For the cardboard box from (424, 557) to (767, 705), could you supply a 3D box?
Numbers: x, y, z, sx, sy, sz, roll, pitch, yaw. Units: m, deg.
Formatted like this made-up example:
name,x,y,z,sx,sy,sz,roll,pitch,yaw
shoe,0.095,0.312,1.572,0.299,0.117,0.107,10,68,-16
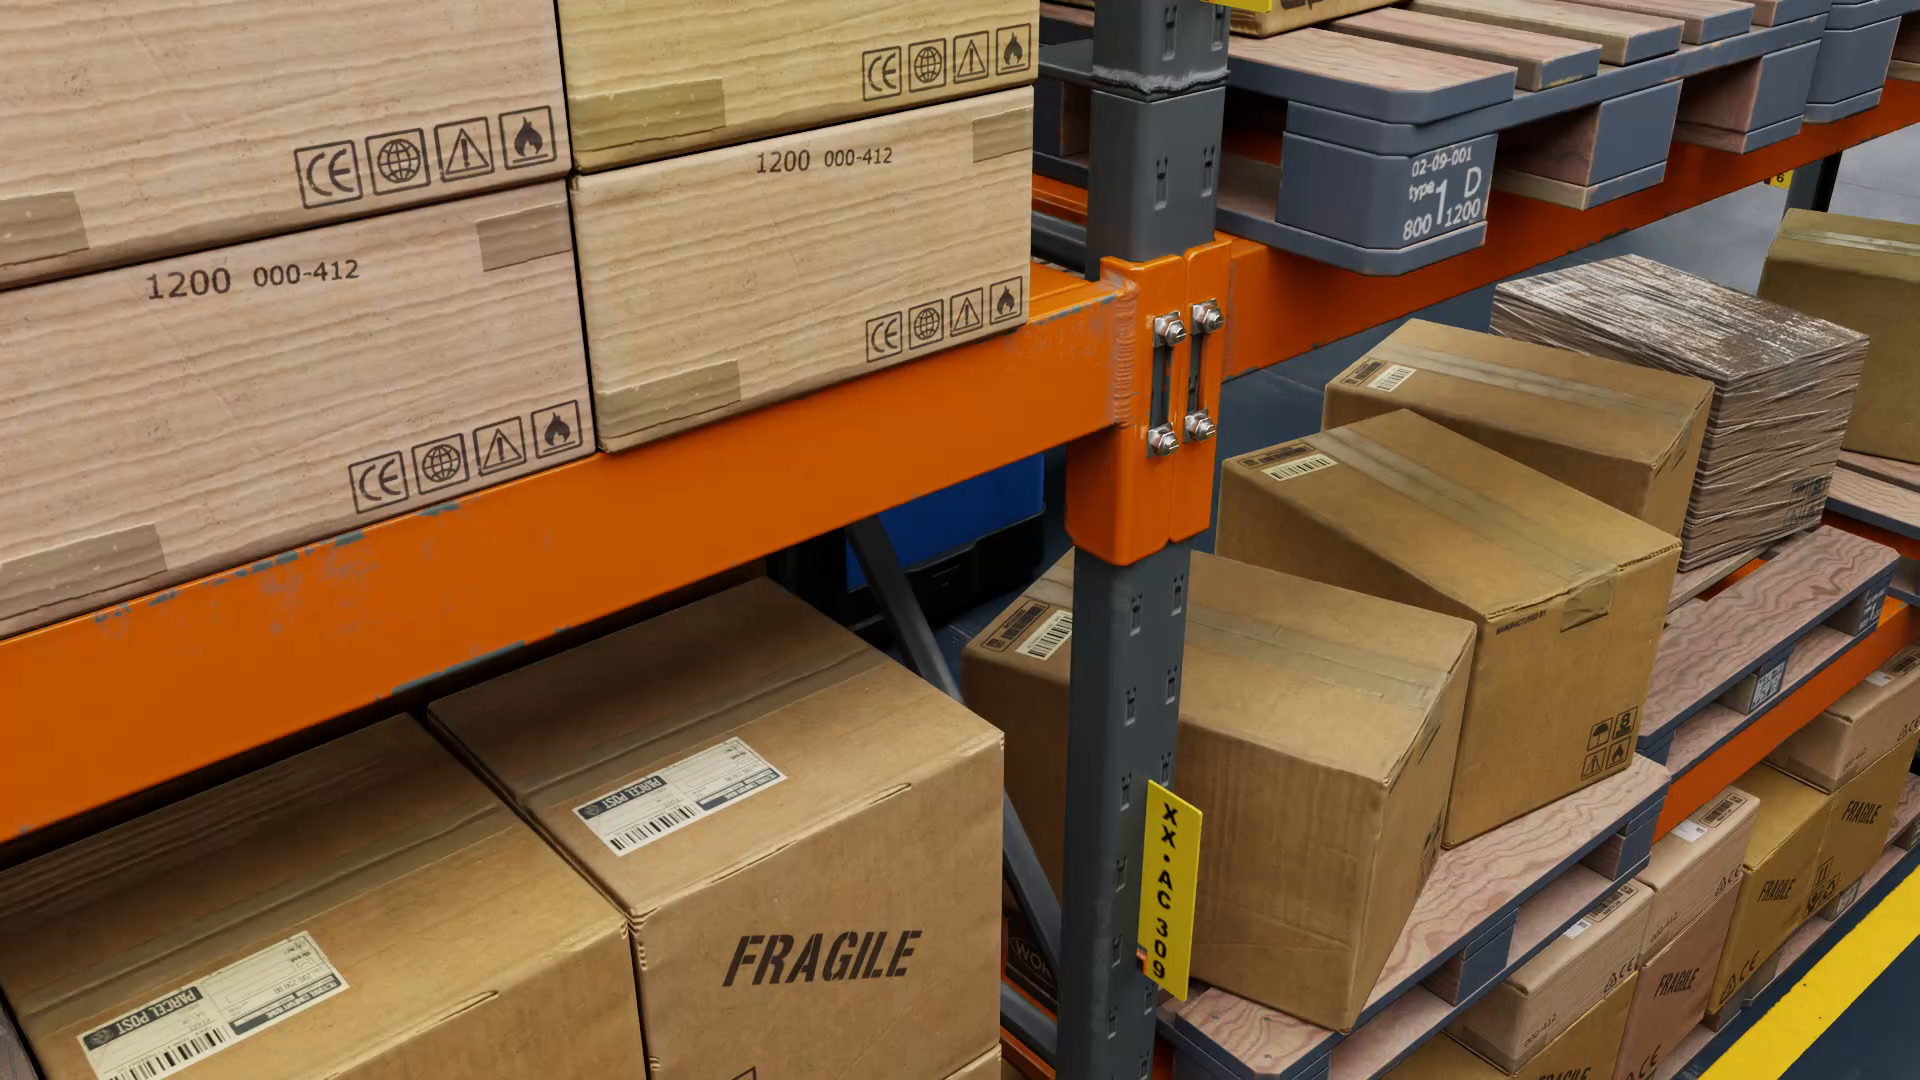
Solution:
name,x,y,z,sx,sy,sz,roll,pitch,yaw
cardboard box,-0.620,0.226,2.479,0.500,0.500,0.500,-21,34,-34

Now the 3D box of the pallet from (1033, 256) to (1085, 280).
name,x,y,z,sx,sy,sz,roll,pitch,yaw
pallet,0.366,-1.327,9.509,1.213,0.211,1.003,-22,35,-35

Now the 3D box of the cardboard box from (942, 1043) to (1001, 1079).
name,x,y,z,sx,sy,sz,roll,pitch,yaw
cardboard box,-0.293,0.868,2.337,0.500,0.500,0.500,-21,35,-34

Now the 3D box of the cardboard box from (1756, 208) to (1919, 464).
name,x,y,z,sx,sy,sz,roll,pitch,yaw
cardboard box,2.558,-0.553,4.550,0.700,0.500,0.500,15,32,26

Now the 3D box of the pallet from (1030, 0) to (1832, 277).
name,x,y,z,sx,sy,sz,roll,pitch,yaw
pallet,0.463,-0.747,2.482,1.003,0.211,1.213,-22,35,-35

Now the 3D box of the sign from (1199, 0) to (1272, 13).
name,x,y,z,sx,sy,sz,roll,pitch,yaw
sign,0.279,-0.691,1.630,0.005,0.325,0.100,-22,35,-35

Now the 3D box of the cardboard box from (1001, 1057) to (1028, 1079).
name,x,y,z,sx,sy,sz,roll,pitch,yaw
cardboard box,0.110,1.322,3.779,0.500,0.500,0.500,-22,35,-35

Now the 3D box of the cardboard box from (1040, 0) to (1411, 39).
name,x,y,z,sx,sy,sz,roll,pitch,yaw
cardboard box,0.352,-1.057,2.205,0.600,0.600,0.600,25,37,38

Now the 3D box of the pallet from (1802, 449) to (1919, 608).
name,x,y,z,sx,sy,sz,roll,pitch,yaw
pallet,2.494,-0.239,4.719,1.003,0.211,1.213,-22,35,-35

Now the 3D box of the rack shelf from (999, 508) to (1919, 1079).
name,x,y,z,sx,sy,sz,roll,pitch,yaw
rack shelf,1.443,0.373,4.133,4.000,0.370,1.077,-22,35,-35

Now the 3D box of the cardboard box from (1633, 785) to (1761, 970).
name,x,y,z,sx,sy,sz,roll,pitch,yaw
cardboard box,1.589,0.725,4.101,0.500,0.250,0.500,-23,36,-36

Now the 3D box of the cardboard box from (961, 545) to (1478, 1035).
name,x,y,z,sx,sy,sz,roll,pitch,yaw
cardboard box,0.427,0.373,2.817,0.700,0.500,0.500,15,32,26

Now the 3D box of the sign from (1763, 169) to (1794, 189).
name,x,y,z,sx,sy,sz,roll,pitch,yaw
sign,2.601,-1.265,5.206,0.005,0.325,0.100,-22,35,-35

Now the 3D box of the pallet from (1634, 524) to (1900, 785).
name,x,y,z,sx,sy,sz,roll,pitch,yaw
pallet,1.488,0.125,4.037,1.213,0.211,1.003,-22,35,-35

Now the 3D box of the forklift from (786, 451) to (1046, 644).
name,x,y,z,sx,sy,sz,roll,pitch,yaw
forklift,-1.092,-0.876,5.779,3.031,2.935,1.130,-22,35,-35

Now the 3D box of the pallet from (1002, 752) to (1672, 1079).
name,x,y,z,sx,sy,sz,roll,pitch,yaw
pallet,0.600,0.547,3.248,1.213,0.211,1.003,-22,35,-35

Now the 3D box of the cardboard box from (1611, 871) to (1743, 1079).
name,x,y,z,sx,sy,sz,roll,pitch,yaw
cardboard box,1.616,1.043,4.301,0.500,0.500,0.500,-23,36,-37

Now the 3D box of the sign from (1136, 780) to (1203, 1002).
name,x,y,z,sx,sy,sz,roll,pitch,yaw
sign,0.279,0.478,2.255,0.005,0.325,0.100,-22,35,-35

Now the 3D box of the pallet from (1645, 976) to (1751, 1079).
name,x,y,z,sx,sy,sz,roll,pitch,yaw
pallet,1.444,1.260,4.669,1.213,0.211,1.003,-22,35,-35

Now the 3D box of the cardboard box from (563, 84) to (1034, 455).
name,x,y,z,sx,sy,sz,roll,pitch,yaw
cardboard box,-0.276,-0.345,1.690,0.500,0.250,0.500,-22,35,-35

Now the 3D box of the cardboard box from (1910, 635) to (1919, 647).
name,x,y,z,sx,sy,sz,roll,pitch,yaw
cardboard box,3.553,0.416,5.760,0.500,0.250,0.500,-22,35,-35

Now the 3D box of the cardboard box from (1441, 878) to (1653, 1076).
name,x,y,z,sx,sy,sz,roll,pitch,yaw
cardboard box,1.208,0.878,3.813,0.500,0.250,0.500,-22,35,-35

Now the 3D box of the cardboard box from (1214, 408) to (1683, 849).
name,x,y,z,sx,sy,sz,roll,pitch,yaw
cardboard box,0.909,0.140,3.254,0.500,0.500,0.700,-16,32,-27

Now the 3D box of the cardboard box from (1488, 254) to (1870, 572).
name,x,y,z,sx,sy,sz,roll,pitch,yaw
cardboard box,1.738,-0.341,4.154,0.500,0.500,0.700,-15,32,-26

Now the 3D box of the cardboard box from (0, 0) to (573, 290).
name,x,y,z,sx,sy,sz,roll,pitch,yaw
cardboard box,-0.655,-0.412,1.285,0.500,0.250,0.500,-22,35,-35

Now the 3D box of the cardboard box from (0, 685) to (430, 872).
name,x,y,z,sx,sy,sz,roll,pitch,yaw
cardboard box,-1.012,0.384,2.183,0.500,0.500,0.500,-23,36,-36

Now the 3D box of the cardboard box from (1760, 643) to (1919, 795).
name,x,y,z,sx,sy,sz,roll,pitch,yaw
cardboard box,2.365,0.410,4.689,0.500,0.250,0.500,-20,34,-33

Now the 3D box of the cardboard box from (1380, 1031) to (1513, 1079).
name,x,y,z,sx,sy,sz,roll,pitch,yaw
cardboard box,0.846,1.348,3.730,0.500,0.500,0.500,-21,35,-34

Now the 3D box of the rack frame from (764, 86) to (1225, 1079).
name,x,y,z,sx,sy,sz,roll,pitch,yaw
rack frame,-0.079,0.667,2.819,0.127,3.000,1.000,-22,35,-35

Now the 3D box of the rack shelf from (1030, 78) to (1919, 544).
name,x,y,z,sx,sy,sz,roll,pitch,yaw
rack shelf,1.443,-0.950,3.426,4.000,0.370,1.077,-22,35,-35

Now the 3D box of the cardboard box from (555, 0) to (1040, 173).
name,x,y,z,sx,sy,sz,roll,pitch,yaw
cardboard box,-0.273,-0.564,1.569,0.500,0.250,0.500,-22,35,-35

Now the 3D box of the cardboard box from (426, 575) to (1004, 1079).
name,x,y,z,sx,sy,sz,roll,pitch,yaw
cardboard box,-0.296,0.430,2.096,0.500,0.500,0.500,-22,35,-35

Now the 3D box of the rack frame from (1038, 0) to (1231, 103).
name,x,y,z,sx,sy,sz,roll,pitch,yaw
rack frame,-0.079,-1.979,1.405,0.127,3.000,1.000,-22,35,-35

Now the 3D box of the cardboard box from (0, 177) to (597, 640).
name,x,y,z,sx,sy,sz,roll,pitch,yaw
cardboard box,-0.663,-0.196,1.411,0.500,0.250,0.500,-22,35,-35

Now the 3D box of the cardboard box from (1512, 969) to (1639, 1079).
name,x,y,z,sx,sy,sz,roll,pitch,yaw
cardboard box,1.231,1.198,4.011,0.500,0.500,0.500,-21,35,-34

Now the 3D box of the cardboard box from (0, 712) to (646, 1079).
name,x,y,z,sx,sy,sz,roll,pitch,yaw
cardboard box,-0.684,0.587,1.801,0.500,0.500,0.500,-23,36,-36

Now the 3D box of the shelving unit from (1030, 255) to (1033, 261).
name,x,y,z,sx,sy,sz,roll,pitch,yaw
shelving unit,0.495,-0.861,7.270,1.083,1.500,0.587,-22,35,-35

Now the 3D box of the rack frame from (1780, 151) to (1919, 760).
name,x,y,z,sx,sy,sz,roll,pitch,yaw
rack frame,2.964,-0.556,5.109,0.127,3.000,1.000,-22,35,-35

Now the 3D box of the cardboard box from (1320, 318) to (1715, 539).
name,x,y,z,sx,sy,sz,roll,pitch,yaw
cardboard box,1.225,-0.125,3.749,0.700,0.500,0.500,18,33,30

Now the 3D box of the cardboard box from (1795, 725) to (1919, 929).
name,x,y,z,sx,sy,sz,roll,pitch,yaw
cardboard box,2.405,0.722,4.901,0.500,0.500,0.500,-20,34,-33

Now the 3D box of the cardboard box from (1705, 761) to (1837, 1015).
name,x,y,z,sx,sy,sz,roll,pitch,yaw
cardboard box,2.011,0.881,4.605,0.500,0.500,0.500,-23,36,-37

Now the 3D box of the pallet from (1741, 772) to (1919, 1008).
name,x,y,z,sx,sy,sz,roll,pitch,yaw
pallet,2.372,0.888,5.364,1.213,0.211,1.003,-22,35,-35

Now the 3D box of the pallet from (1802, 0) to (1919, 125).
name,x,y,z,sx,sy,sz,roll,pitch,yaw
pallet,1.250,-1.065,3.078,1.003,0.211,1.213,-22,35,-35

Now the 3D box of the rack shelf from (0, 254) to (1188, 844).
name,x,y,z,sx,sy,sz,roll,pitch,yaw
rack shelf,-1.600,0.274,1.136,4.000,0.370,1.077,-22,35,-35

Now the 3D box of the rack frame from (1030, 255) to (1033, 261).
name,x,y,z,sx,sy,sz,roll,pitch,yaw
rack frame,0.116,-0.708,6.984,0.032,1.500,0.500,-22,35,-35
